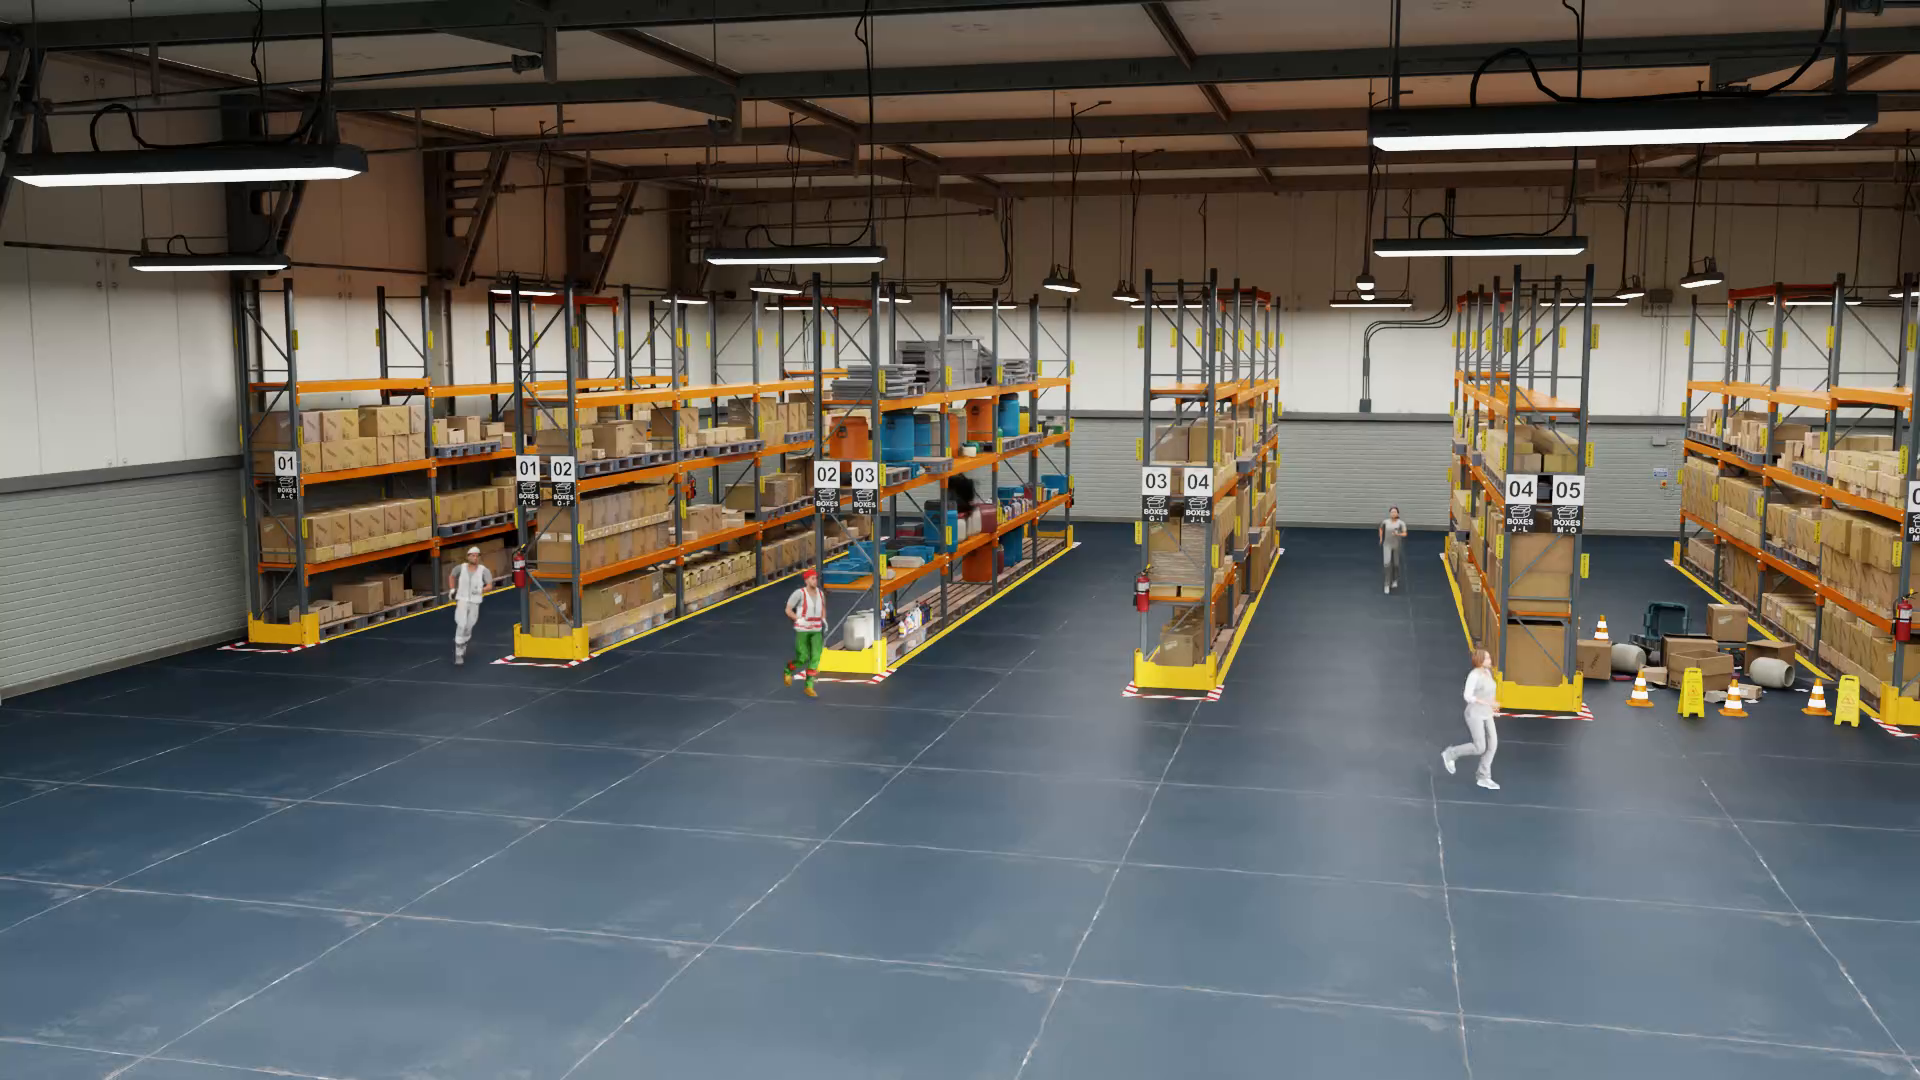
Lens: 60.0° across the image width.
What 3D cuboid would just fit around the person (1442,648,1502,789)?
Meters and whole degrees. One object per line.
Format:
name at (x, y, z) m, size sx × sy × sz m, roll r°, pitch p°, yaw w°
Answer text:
person at (5.798, 1.988, 18.718) m, size 0.687 × 1.566 × 0.549 m, roll 6°, pitch 9°, yaw 43°

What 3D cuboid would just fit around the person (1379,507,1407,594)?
person at (8.645, 0.177, 33.238) m, size 0.549 × 1.704 × 0.873 m, roll 2°, pitch 7°, yaw 17°

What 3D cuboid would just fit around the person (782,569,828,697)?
person at (-2.162, 1.300, 23.700) m, size 0.689 × 1.775 × 0.777 m, roll -5°, pitch 9°, yaw -36°

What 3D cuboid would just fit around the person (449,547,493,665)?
person at (-7.668, 1.010, 26.081) m, size 0.658 × 1.819 × 0.749 m, roll -3°, pitch 7°, yaw -23°
